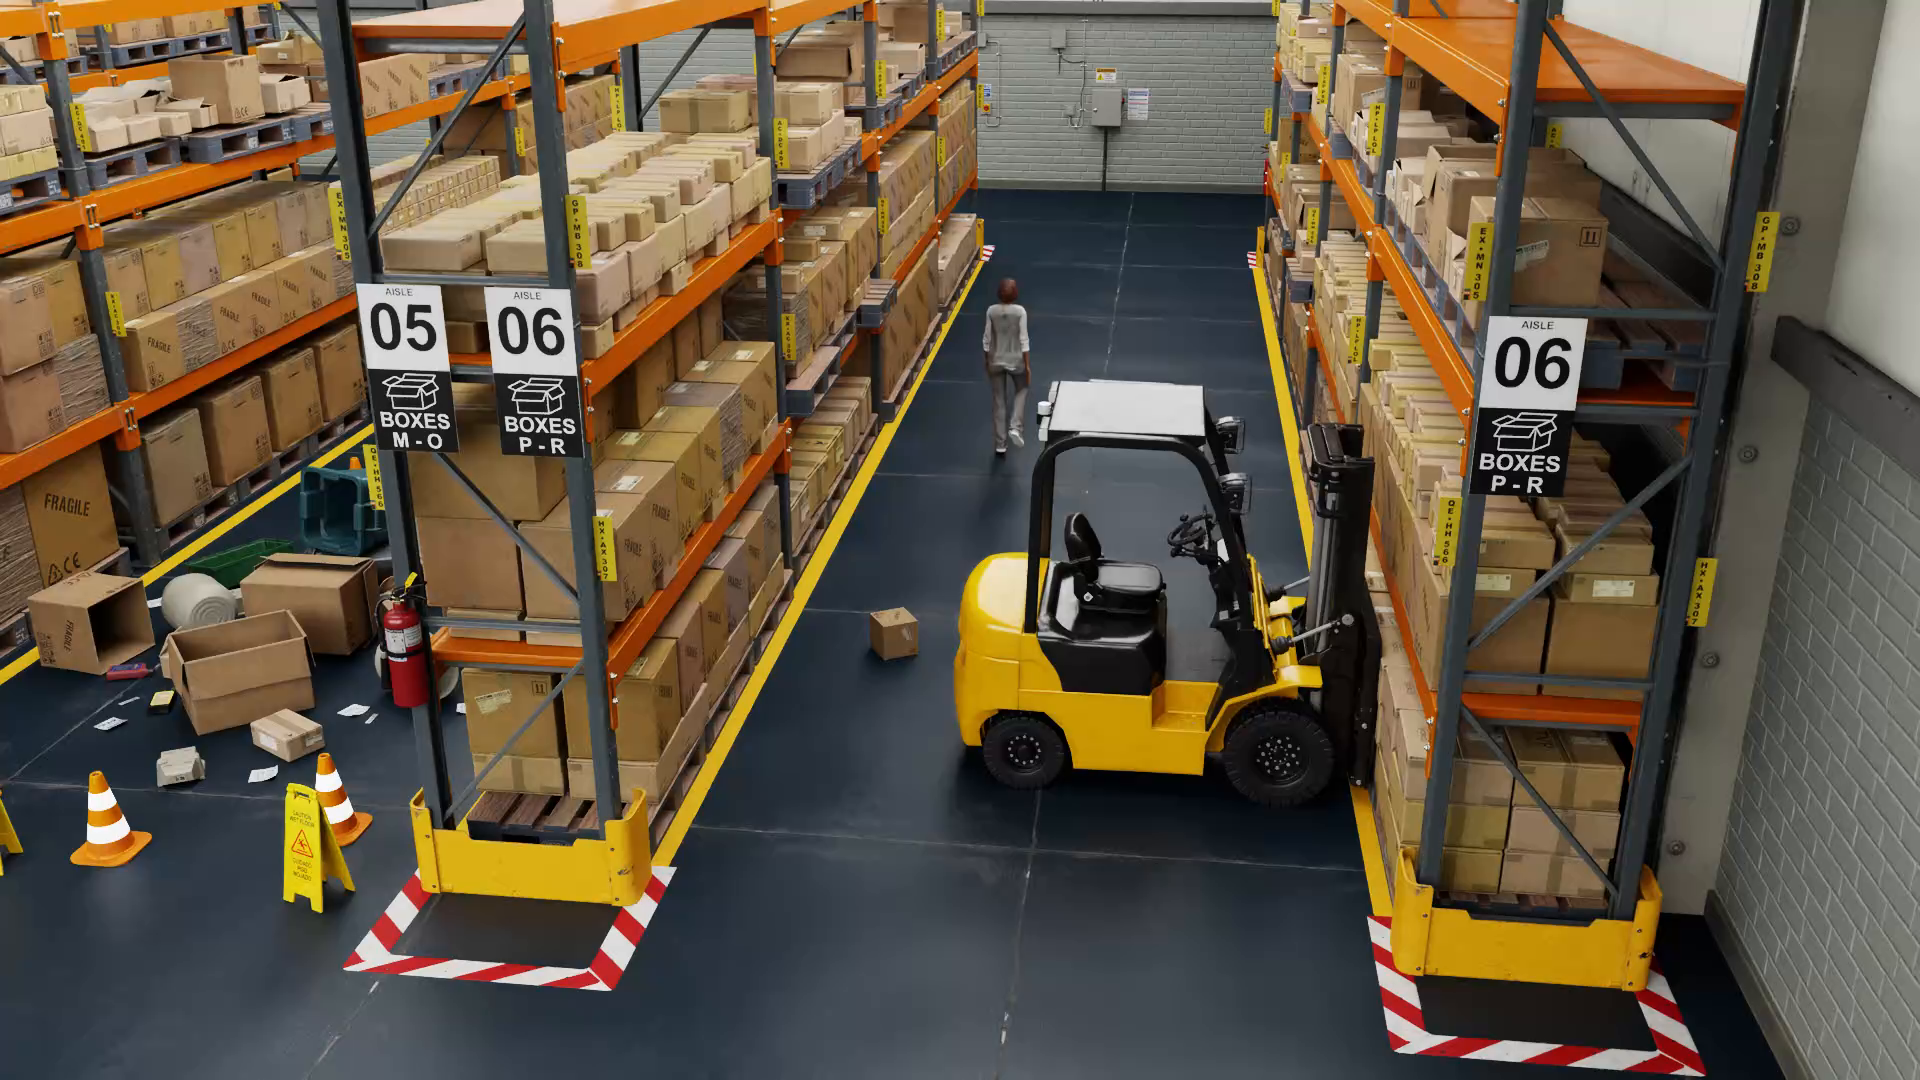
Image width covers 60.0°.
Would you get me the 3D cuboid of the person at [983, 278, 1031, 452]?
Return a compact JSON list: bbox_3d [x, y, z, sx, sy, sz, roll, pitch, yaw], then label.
[{"bbox_3d":[0.427,-1.593,15.097,0.447,1.608,0.470,2,22,6],"label":"person"}]
